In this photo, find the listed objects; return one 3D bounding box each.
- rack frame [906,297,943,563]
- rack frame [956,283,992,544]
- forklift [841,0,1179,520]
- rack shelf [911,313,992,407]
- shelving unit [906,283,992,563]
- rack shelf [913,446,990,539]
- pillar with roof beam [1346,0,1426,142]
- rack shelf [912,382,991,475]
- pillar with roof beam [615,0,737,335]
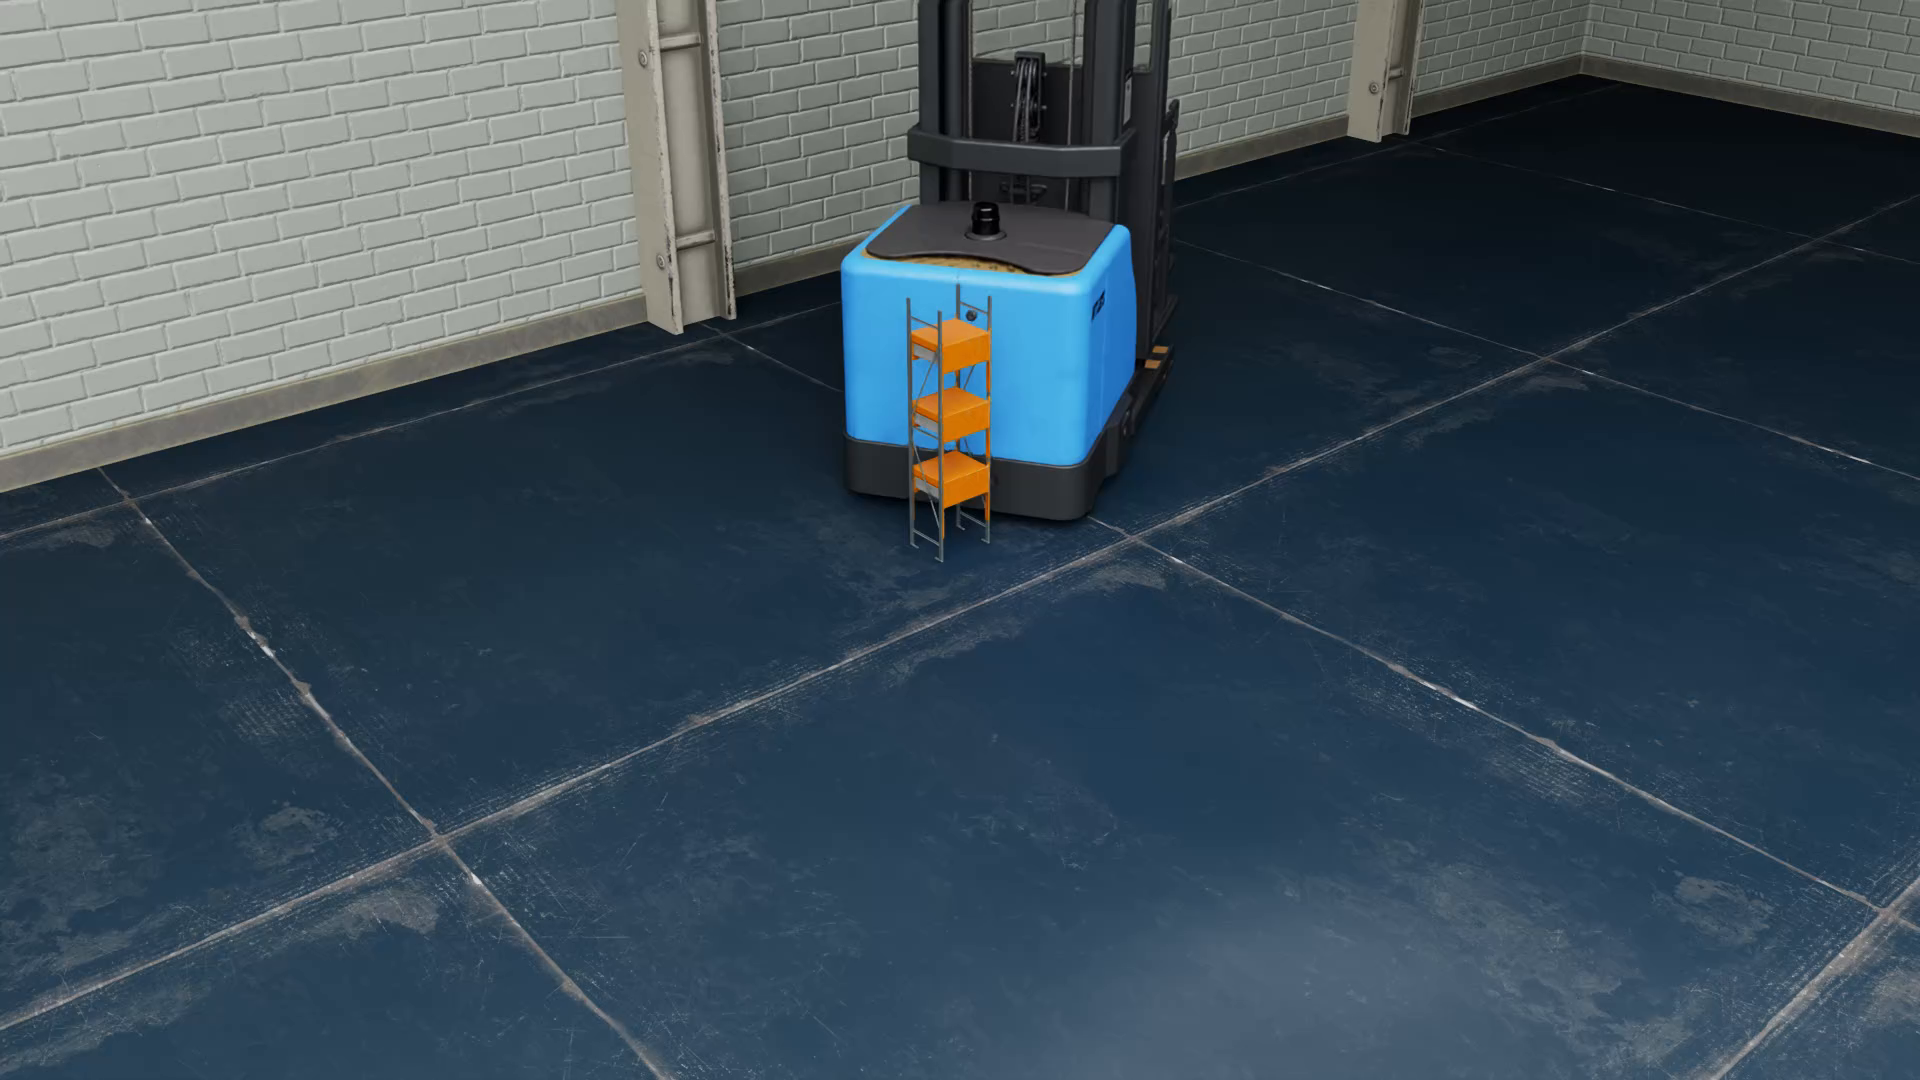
[{"bbox_3d":[-0.133,-0.409,6.402,0.008,1.050,0.200,-22,35,-35],"label":"rack frame"},{"bbox_3d":[0.052,-0.484,6.542,0.008,1.050,0.200,-22,35,-35],"label":"rack frame"},{"bbox_3d":[0.432,-2.050,7.477,1.130,2.935,3.031,8,29,15],"label":"forklift"},{"bbox_3d":[-0.041,-0.688,6.343,0.240,0.259,0.215,-22,35,-35],"label":"rack shelf"},{"bbox_3d":[-0.041,-0.447,6.472,0.252,1.050,0.215,-22,35,-35],"label":"shelving unit"},{"bbox_3d":[-0.041,-0.192,6.608,0.240,0.259,0.215,-22,35,-35],"label":"rack shelf"},{"bbox_3d":[5.905,-5.459,7.418,0.400,9.000,9.100,-22,35,-35],"label":"pillar with roof beam"},{"bbox_3d":[-0.041,-0.437,6.477,0.240,0.259,0.215,-22,35,-35],"label":"rack shelf"},{"bbox_3d":[1.341,-3.624,3.983,0.400,9.000,9.100,-22,35,-35],"label":"pillar with roof beam"}]
